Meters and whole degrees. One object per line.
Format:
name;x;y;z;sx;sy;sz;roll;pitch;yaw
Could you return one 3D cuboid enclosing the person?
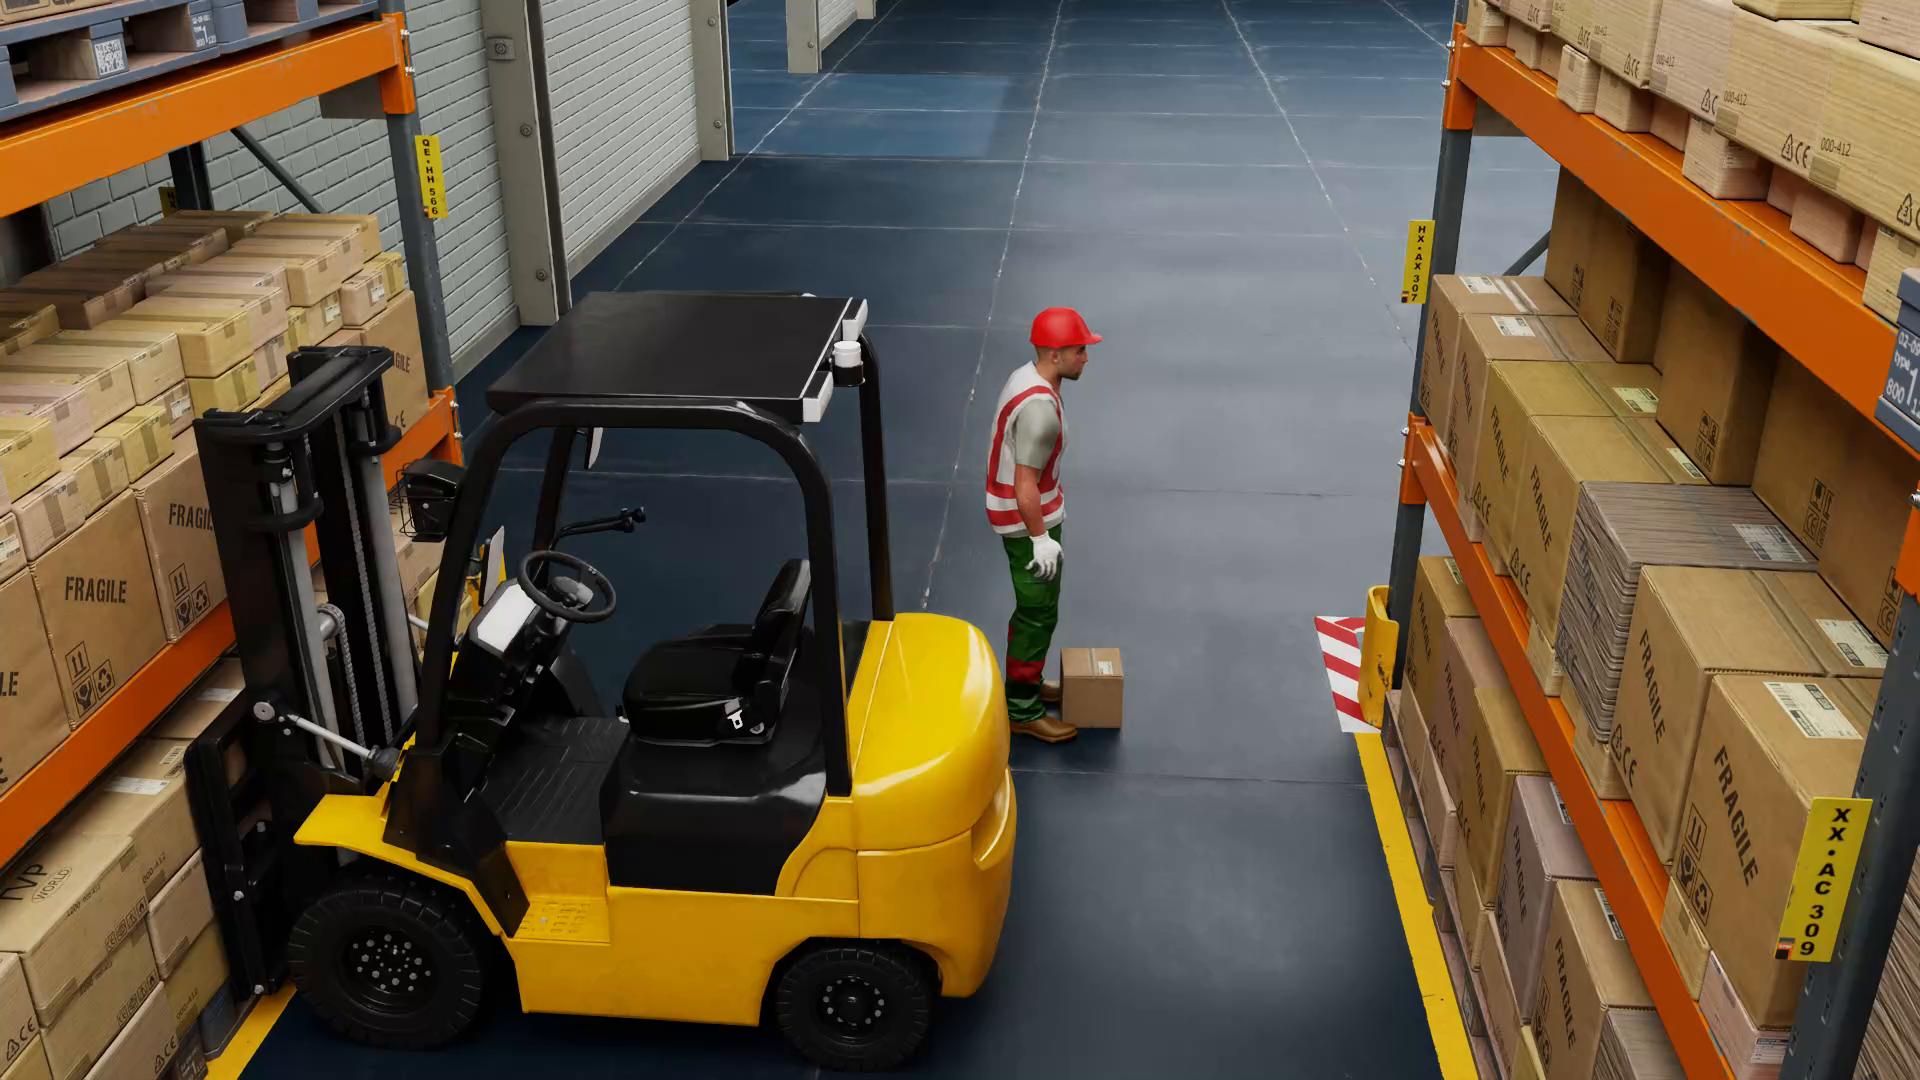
person;0.329;-0.077;6.755;0.449;1.780;0.607;2;24;4
